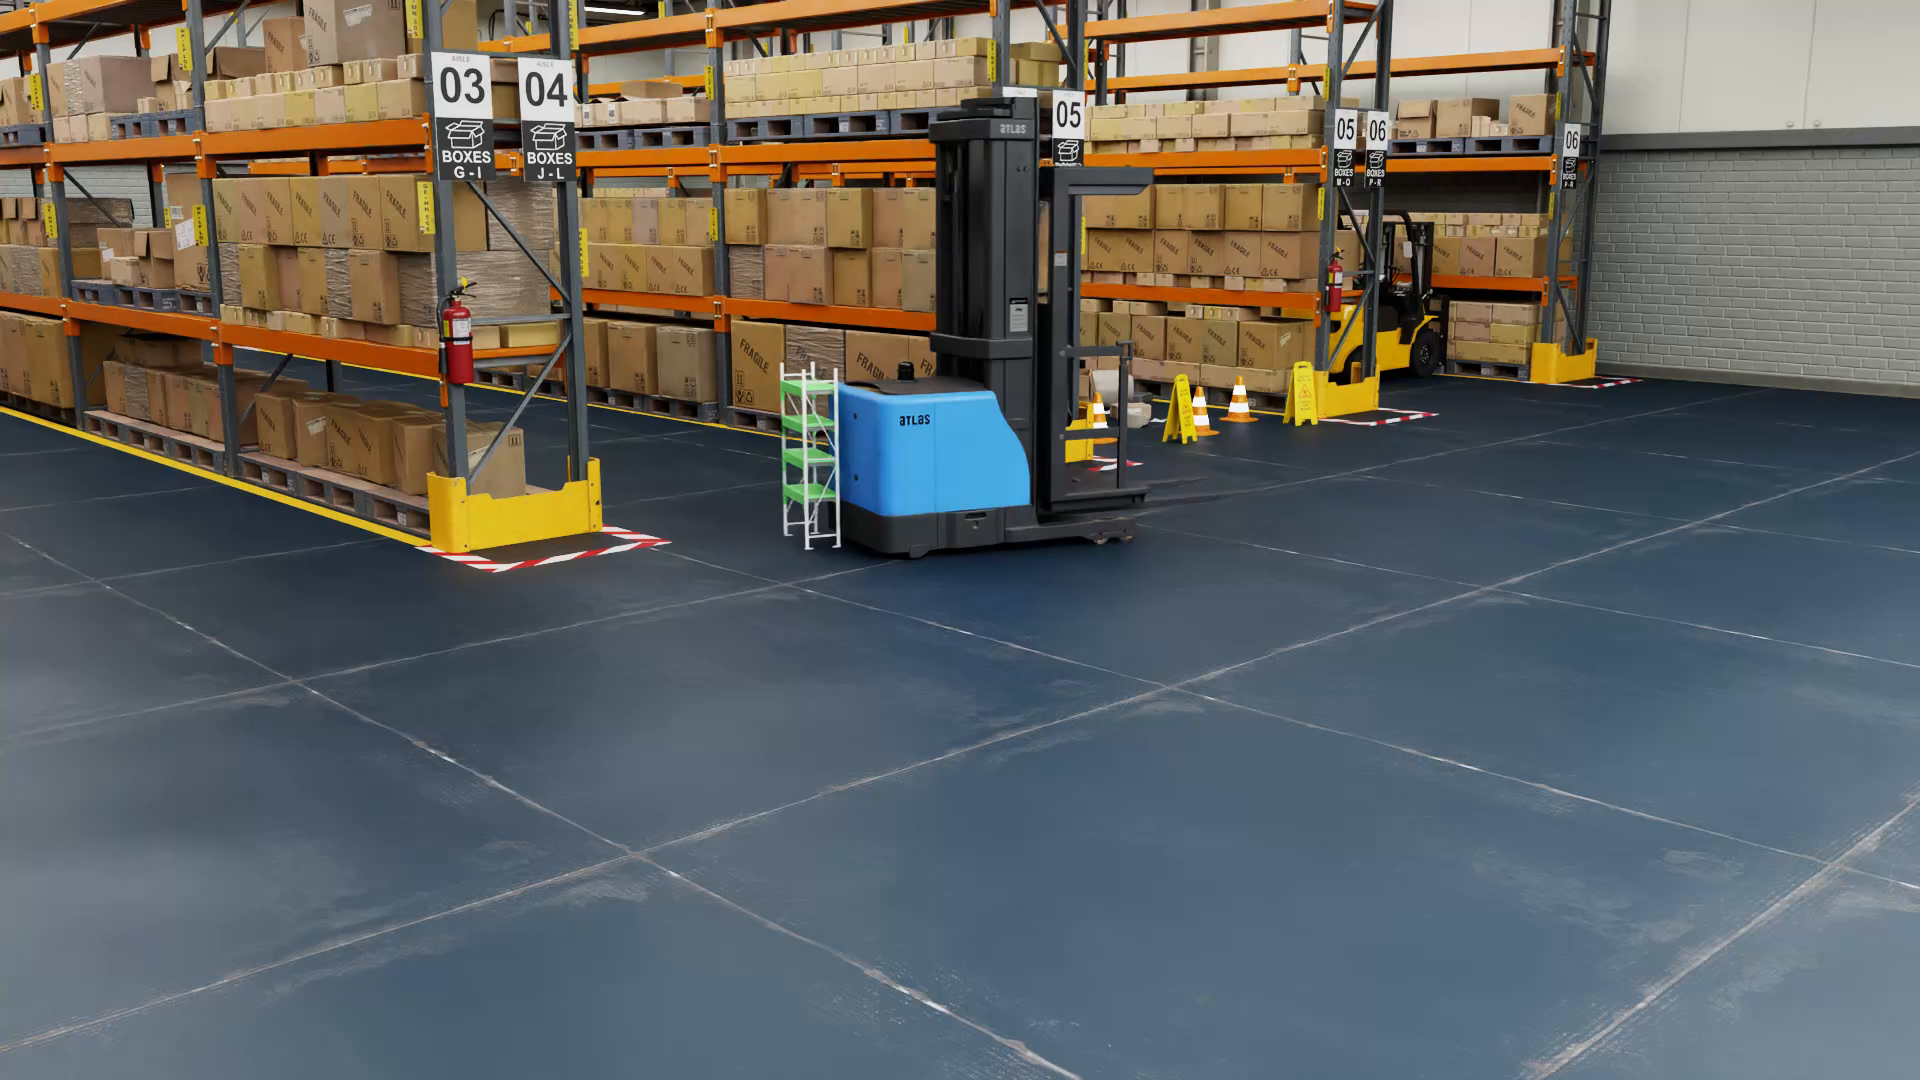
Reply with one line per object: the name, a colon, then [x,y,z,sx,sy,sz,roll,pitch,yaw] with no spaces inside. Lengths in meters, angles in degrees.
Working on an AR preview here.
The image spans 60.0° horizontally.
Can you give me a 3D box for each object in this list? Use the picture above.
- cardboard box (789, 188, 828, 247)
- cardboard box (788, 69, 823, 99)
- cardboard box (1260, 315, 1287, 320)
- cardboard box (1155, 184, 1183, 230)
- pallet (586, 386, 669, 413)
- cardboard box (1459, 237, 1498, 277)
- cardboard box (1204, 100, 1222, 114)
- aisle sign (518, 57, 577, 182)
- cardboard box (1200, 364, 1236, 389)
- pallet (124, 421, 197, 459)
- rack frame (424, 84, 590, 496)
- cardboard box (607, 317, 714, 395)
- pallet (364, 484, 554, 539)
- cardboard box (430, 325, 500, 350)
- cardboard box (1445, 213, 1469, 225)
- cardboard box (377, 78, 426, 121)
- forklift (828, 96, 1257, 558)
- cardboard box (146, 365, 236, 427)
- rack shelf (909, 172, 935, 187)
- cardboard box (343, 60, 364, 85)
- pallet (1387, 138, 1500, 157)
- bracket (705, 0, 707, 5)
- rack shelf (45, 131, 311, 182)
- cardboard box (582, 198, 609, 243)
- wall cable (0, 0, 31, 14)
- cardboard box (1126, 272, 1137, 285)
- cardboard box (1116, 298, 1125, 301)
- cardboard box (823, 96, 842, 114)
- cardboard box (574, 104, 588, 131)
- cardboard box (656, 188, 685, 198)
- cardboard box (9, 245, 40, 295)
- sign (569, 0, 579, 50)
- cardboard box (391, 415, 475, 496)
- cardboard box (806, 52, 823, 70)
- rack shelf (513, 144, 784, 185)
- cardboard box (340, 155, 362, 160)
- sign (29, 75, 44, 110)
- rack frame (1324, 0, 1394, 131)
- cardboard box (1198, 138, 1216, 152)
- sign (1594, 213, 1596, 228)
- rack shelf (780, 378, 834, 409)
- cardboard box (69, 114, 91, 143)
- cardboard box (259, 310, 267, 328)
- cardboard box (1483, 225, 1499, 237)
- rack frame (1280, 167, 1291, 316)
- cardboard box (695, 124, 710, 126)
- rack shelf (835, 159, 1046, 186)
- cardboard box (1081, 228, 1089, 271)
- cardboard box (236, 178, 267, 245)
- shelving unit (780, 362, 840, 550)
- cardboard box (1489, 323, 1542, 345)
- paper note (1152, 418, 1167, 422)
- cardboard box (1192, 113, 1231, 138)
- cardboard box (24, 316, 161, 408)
cardboard box: [-1.129,-3.115,16.047,0.875,0.550,0.550,-11,16,-43]
cardboard box: [-1.263,-4.272,15.623,0.500,0.250,0.500,-11,16,-43]
cardboard box: [3.439,-2.315,19.130,0.500,0.500,0.500,11,16,43]
cardboard box: [2.651,-3.809,19.004,0.700,0.500,0.500,-11,16,-43]
pallet: [-3.530,-1.647,18.884,1.003,0.211,1.213,-11,16,-43]
cardboard box: [6.883,-3.707,21.723,0.500,0.500,0.500,-10,15,-41]
cardboard box: [2.926,-4.799,18.484,0.250,0.149,0.380,11,16,44]
aisle sign: [-2.731,-2.779,11.022,0.394,0.787,0.004,-11,16,-43]
cardboard box: [3.072,-1.870,18.827,0.500,0.250,0.500,-11,16,-42]
pallet: [-7.139,-0.982,15.656,1.003,0.211,1.213,-11,16,-43]
rack frame: [-2.991,-1.473,11.126,1.000,3.000,0.127,-11,16,-43]
cardboard box: [-3.253,-2.056,18.492,1.050,0.750,0.750,-11,16,-43]
pallet: [-3.579,-0.241,12.060,1.003,0.211,1.213,-11,16,-43]
cardboard box: [-3.337,-1.362,11.213,0.380,0.149,0.250,-11,16,-43]
cardboard box: [6.593,-4.216,21.851,0.380,0.149,0.250,-10,16,-41]
cardboard box: [-3.508,-2.903,11.008,0.500,0.250,0.500,-10,16,-41]
forklift: [0.645,-1.501,11.432,3.031,2.935,1.130,-6,13,-25]
cardboard box: [-7.250,-1.375,15.758,0.700,0.500,0.500,-9,15,-38]
rack shelf: [0.858,-6.122,28.042,1.077,0.370,4.000,-11,16,-43]
cardboard box: [-3.962,-3.173,11.329,0.380,0.149,0.250,-11,16,-42]
pallet: [6.448,-5.257,22.278,1.003,0.211,1.213,-11,16,-43]
bracket: [-5.039,-11.112,34.128,0.235,0.232,0.430,-11,16,-43]
rack shelf: [-7.134,-3.465,15.146,1.077,0.370,4.000,-11,16,-43]
cardboard box: [-3.849,-3.640,18.921,0.700,0.500,0.500,-11,16,-43]
wall cable: [-15.452,-9.627,27.867,2.277,5.999,0.120,-11,16,-43]
cardboard box: [2.170,-3.084,19.570,0.380,0.149,0.250,-11,16,-43]
cardboard box: [2.660,-3.663,26.602,0.875,0.625,0.625,-10,15,-41]
cardboard box: [-1.040,-4.011,15.347,0.380,0.149,0.250,-11,16,-42]
cardboard box: [-4.518,-4.860,19.068,0.500,0.311,0.500,-11,16,-42]
cardboard box: [-4.553,-5.462,26.156,0.380,0.149,0.250,-11,16,-44]
cardboard box: [-9.737,-2.876,17.688,0.500,0.500,0.500,11,16,43]
sign: [-2.598,-3.446,11.102,0.100,0.325,0.005,-11,16,-43]
cardboard box: [-3.848,-0.630,12.190,0.500,0.500,0.500,-6,13,-28]
cardboard box: [-1.211,-4.438,15.444,0.380,0.149,0.250,-11,16,-43]
rack shelf: [-3.477,-4.142,18.429,1.077,0.370,4.000,-11,16,-43]
cardboard box: [-8.155,-5.330,22.787,0.500,0.250,0.500,-10,16,-41]
sign: [-8.923,-4.325,16.060,0.100,0.325,0.005,-11,16,-43]
rack frame: [4.177,-5.792,17.223,1.000,3.000,0.127,-11,16,-43]
cardboard box: [2.864,-4.404,18.541,0.250,0.149,0.380,11,16,44]
sign: [8.170,-4.085,21.464,0.100,0.325,0.005,-11,16,-43]
rack shelf: [-1.015,-0.987,11.163,0.258,0.148,0.480,-5,13,-22]
cardboard box: [-8.021,-3.857,15.636,0.500,0.250,0.500,-10,16,-41]
cardboard box: [-5.287,-1.754,13.114,0.380,0.149,0.250,-11,16,-43]
cardboard box: [6.989,-4.004,21.555,0.380,0.149,0.250,-11,16,-42]
rack frame: [5.002,-4.130,24.022,1.000,3.000,0.127,-11,16,-43]
cardboard box: [-2.633,-4.520,17.815,0.250,0.149,0.380,-11,16,-43]
rack shelf: [0.033,-4.846,21.849,1.077,0.370,4.000,-11,16,-43]
cardboard box: [1.517,-3.529,20.122,0.500,0.500,0.500,-11,16,-43]
cardboard box: [-5.280,-2.567,12.974,0.500,0.500,0.500,-11,16,-43]
shelving unit: [-1.015,-0.579,11.247,0.258,1.200,0.503,-5,13,-22]
cardboard box: [7.202,-2.677,21.507,0.500,0.250,0.500,-11,16,-43]
paper note: [2.084,-1.260,17.452,0.142,0.019,0.148,6,13,26]
cardboard box: [2.920,-4.581,18.413,0.500,0.250,0.500,-10,16,-41]
cardboard box: [-8.977,-1.909,17.468,0.875,0.875,1.225,11,16,43]
